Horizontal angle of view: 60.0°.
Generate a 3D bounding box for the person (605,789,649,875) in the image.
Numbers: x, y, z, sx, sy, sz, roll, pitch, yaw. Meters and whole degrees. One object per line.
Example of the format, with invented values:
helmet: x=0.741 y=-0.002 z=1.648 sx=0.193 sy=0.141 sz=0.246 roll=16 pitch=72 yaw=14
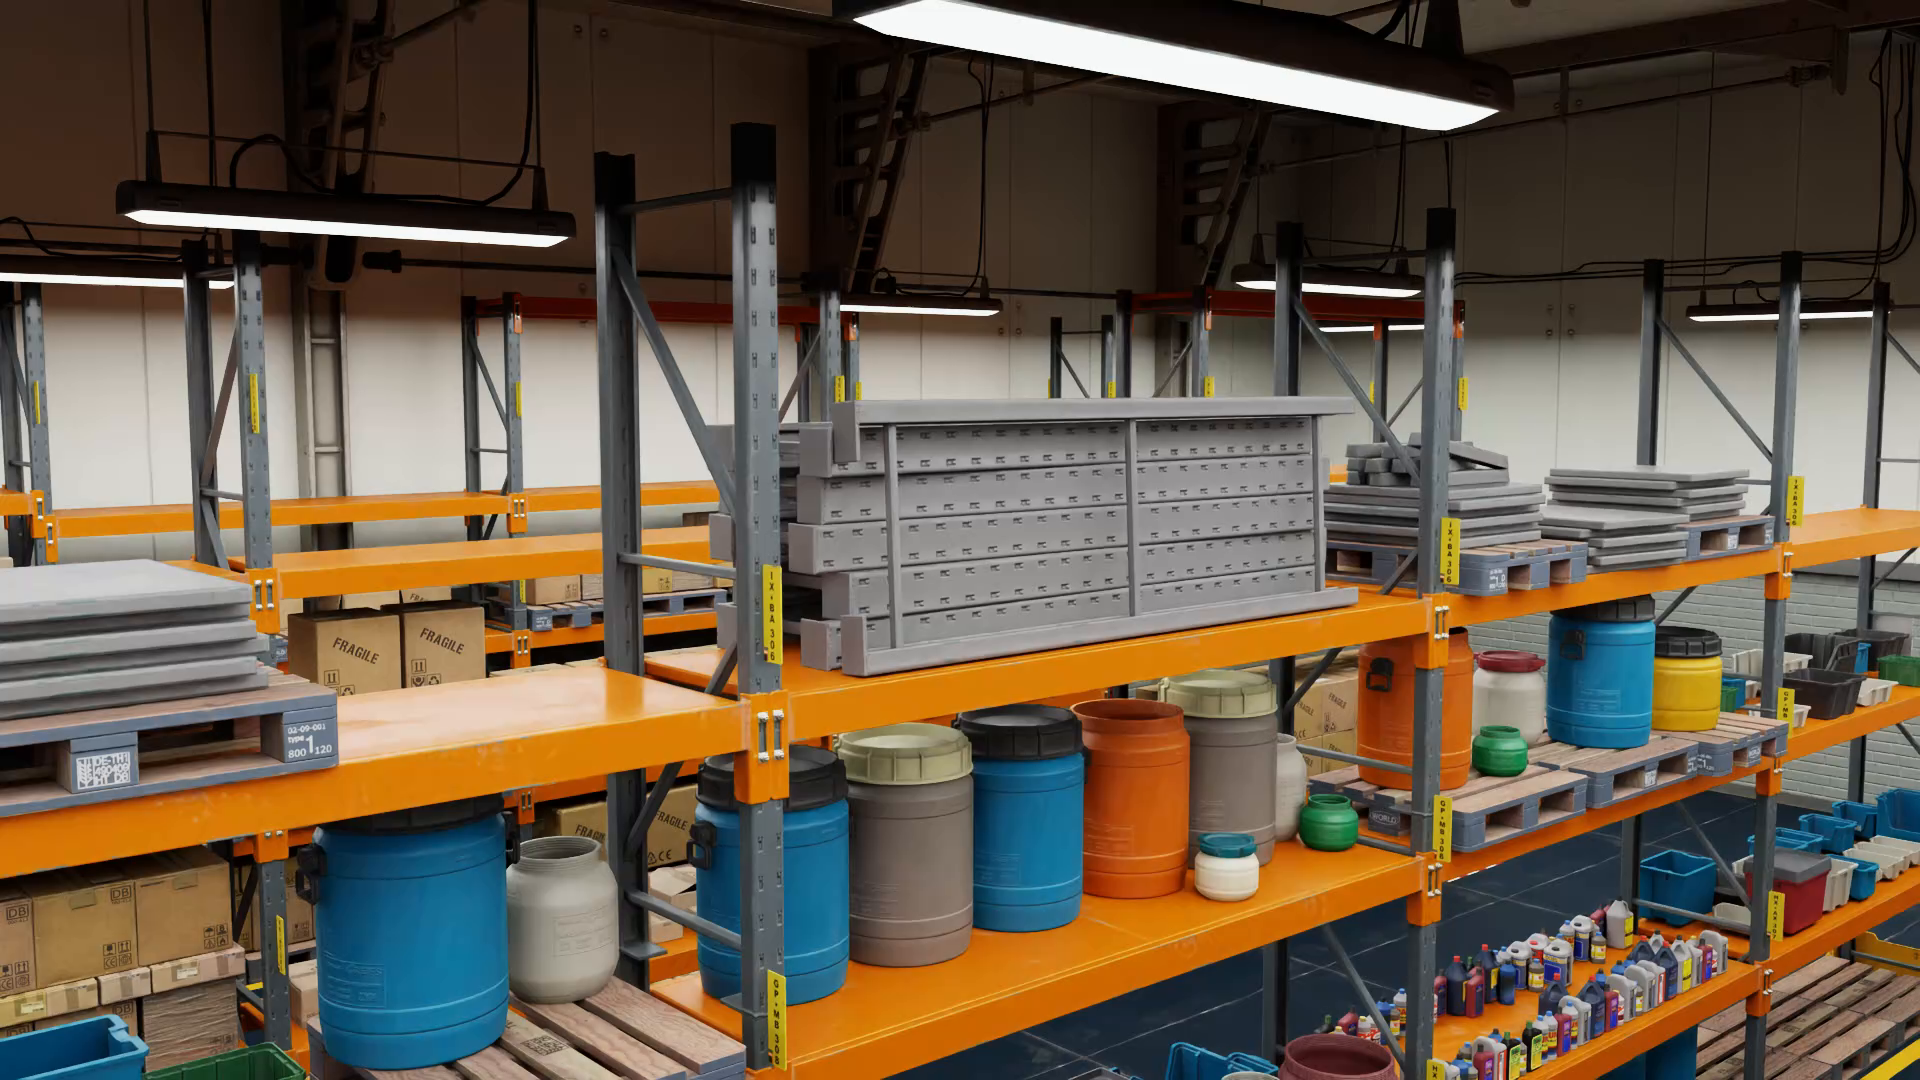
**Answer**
person: x=-3.123 y=2.873 z=15.379 sx=0.472 sy=1.657 sz=0.482 roll=-2 pitch=6 yaw=-24
